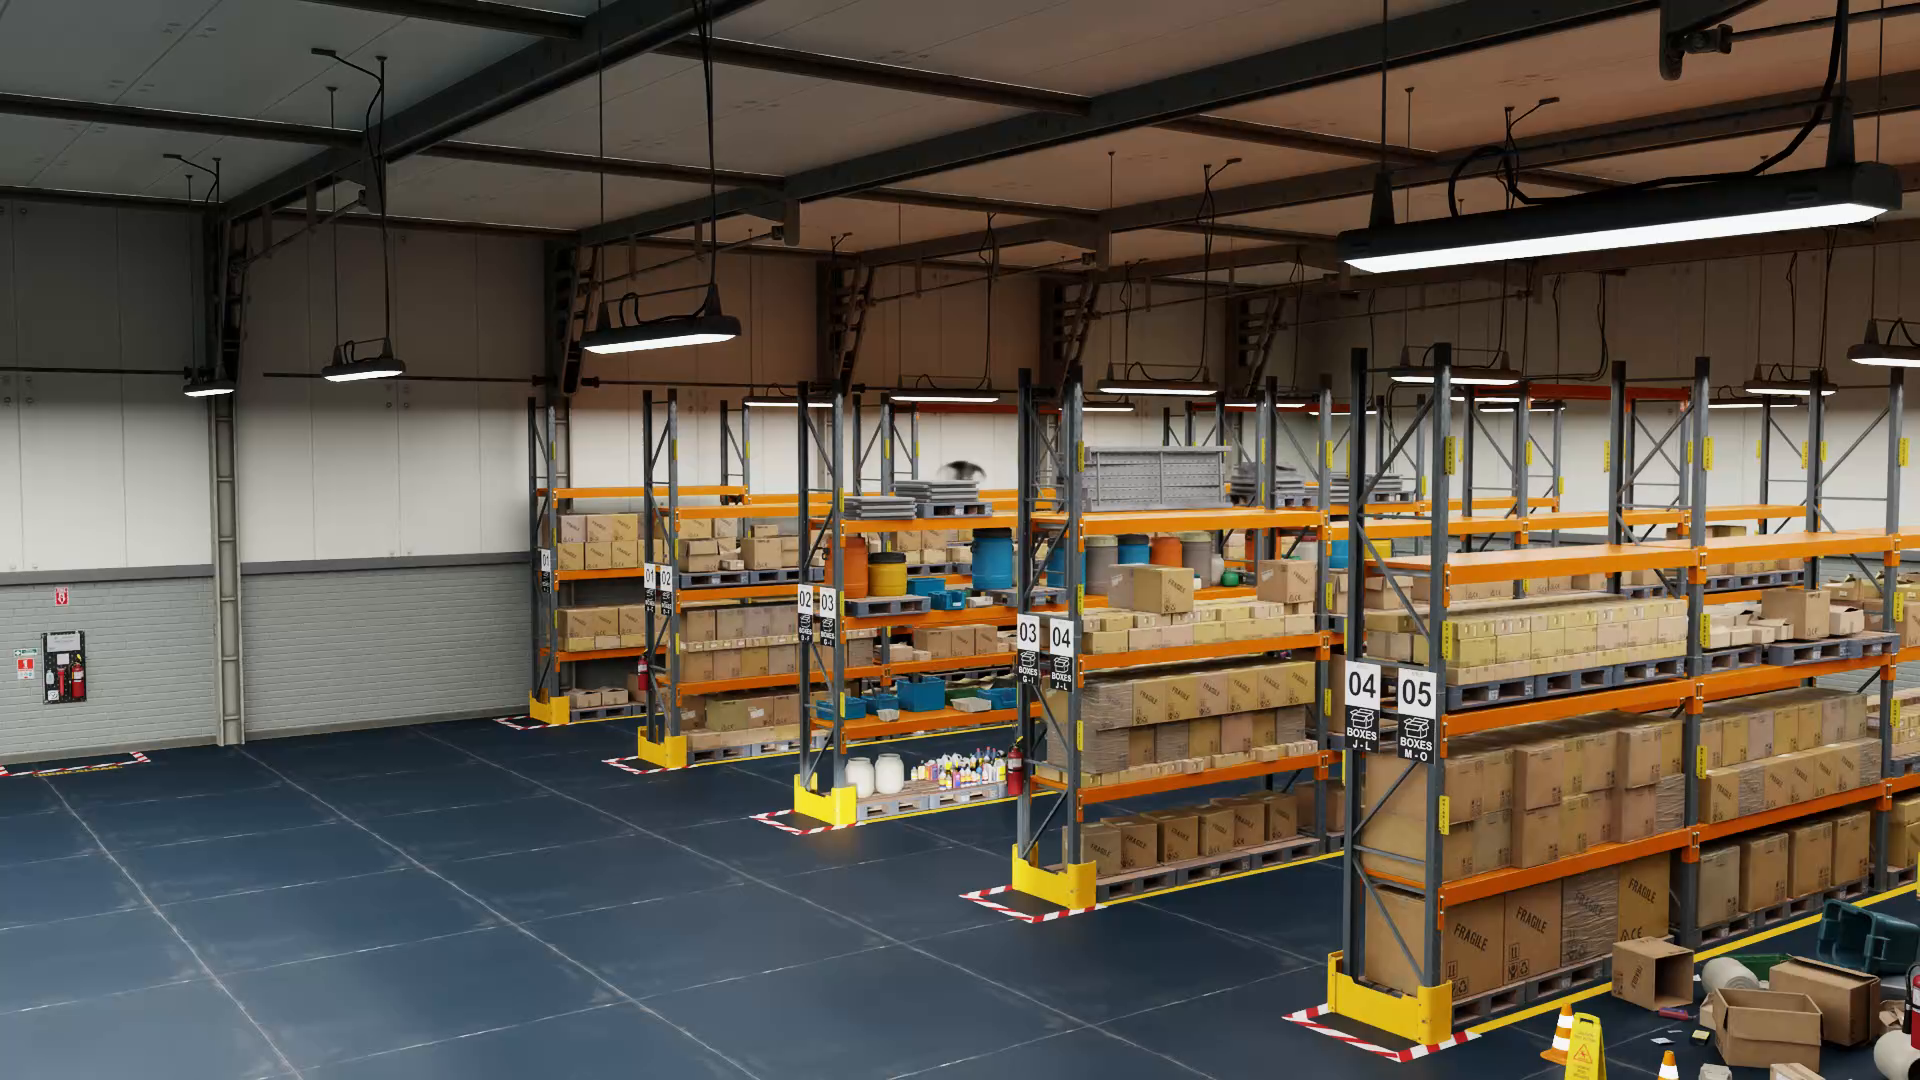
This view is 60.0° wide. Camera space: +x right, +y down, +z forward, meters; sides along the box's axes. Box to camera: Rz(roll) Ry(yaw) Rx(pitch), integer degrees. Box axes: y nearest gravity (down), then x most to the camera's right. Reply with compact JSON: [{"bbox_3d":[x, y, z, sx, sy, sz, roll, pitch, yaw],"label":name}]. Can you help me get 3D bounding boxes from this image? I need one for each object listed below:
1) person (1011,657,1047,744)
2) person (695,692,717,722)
[{"bbox_3d":[1.275,2.715,28.372,1.028,1.512,0.573,-2,4,-32],"label":"person"},{"bbox_3d":[-4.546,2.699,29.035,0.998,1.477,0.677,-1,4,-20],"label":"person"}]
